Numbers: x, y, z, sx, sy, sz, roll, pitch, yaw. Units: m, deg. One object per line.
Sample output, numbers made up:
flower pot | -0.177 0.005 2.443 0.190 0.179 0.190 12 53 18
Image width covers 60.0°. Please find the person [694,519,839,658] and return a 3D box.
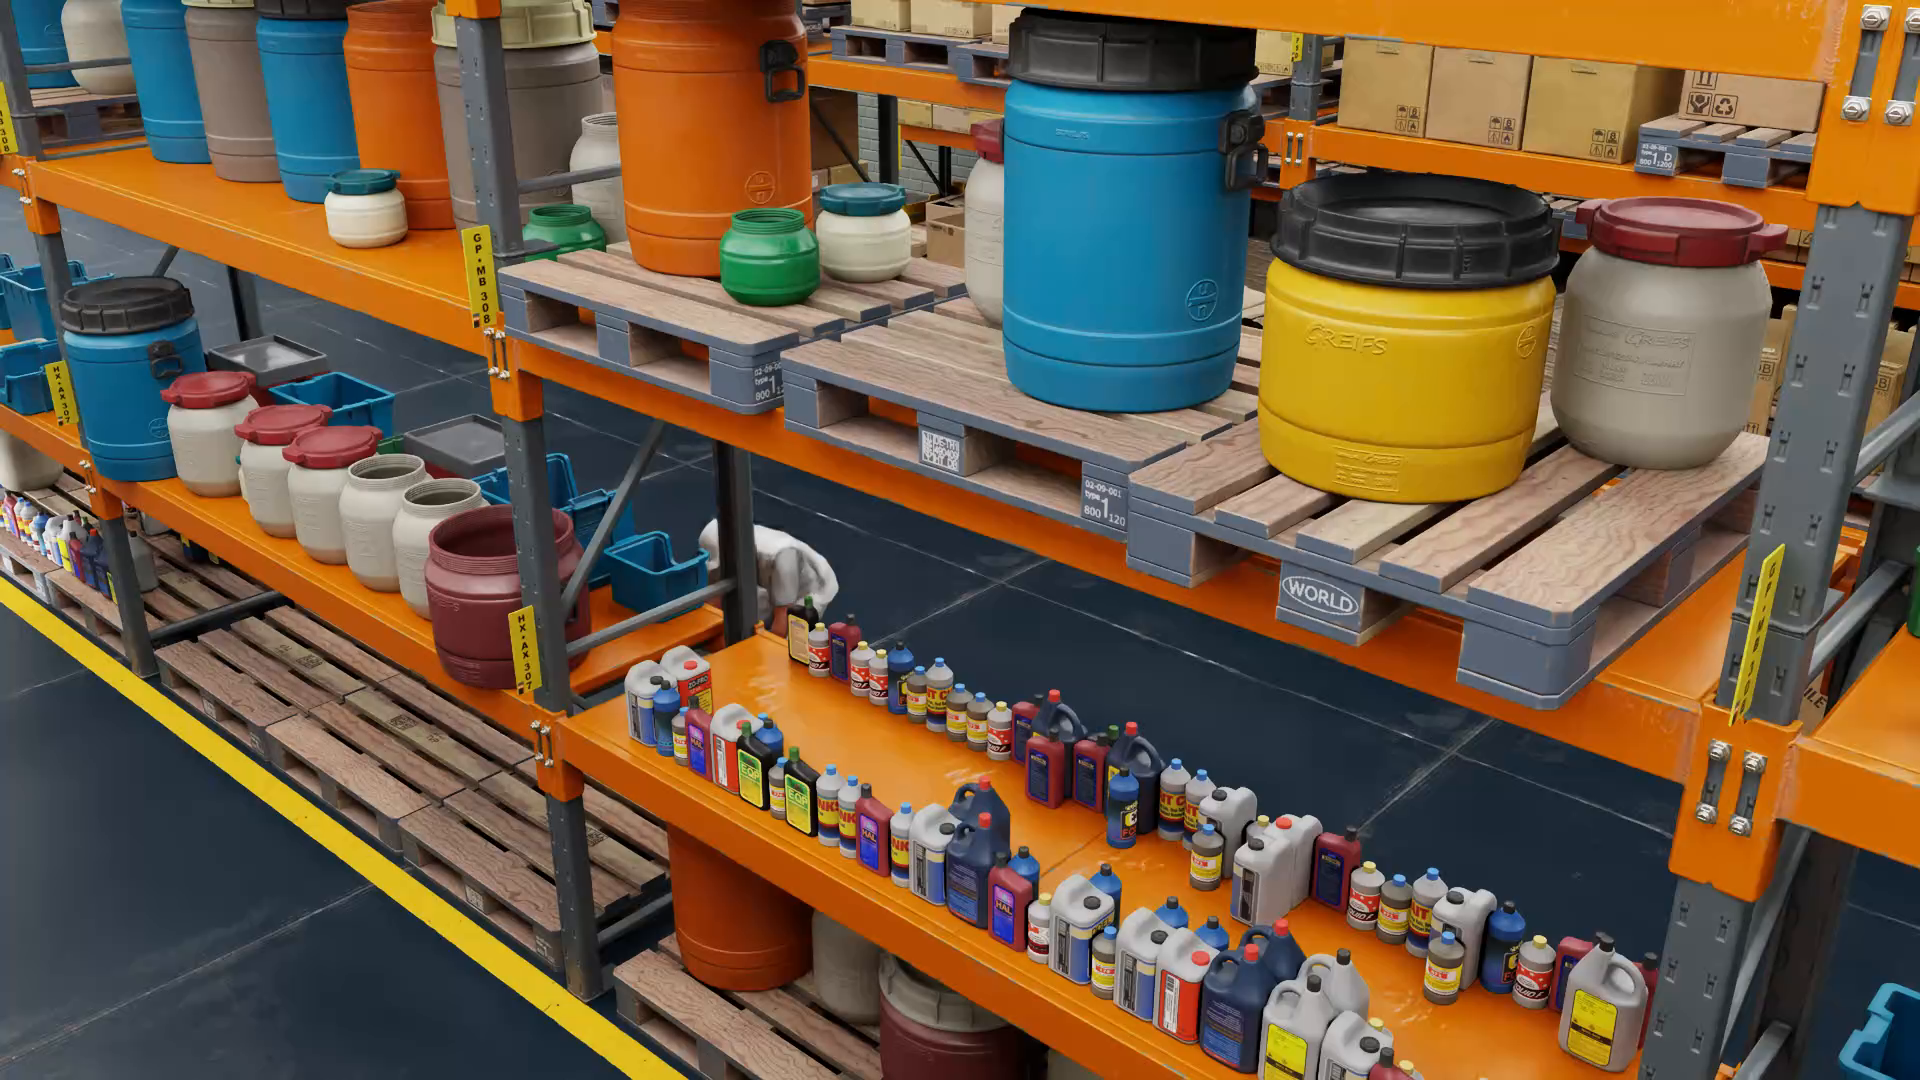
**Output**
person | -0.963 0.380 8.390 0.585 1.239 0.833 20 31 38
